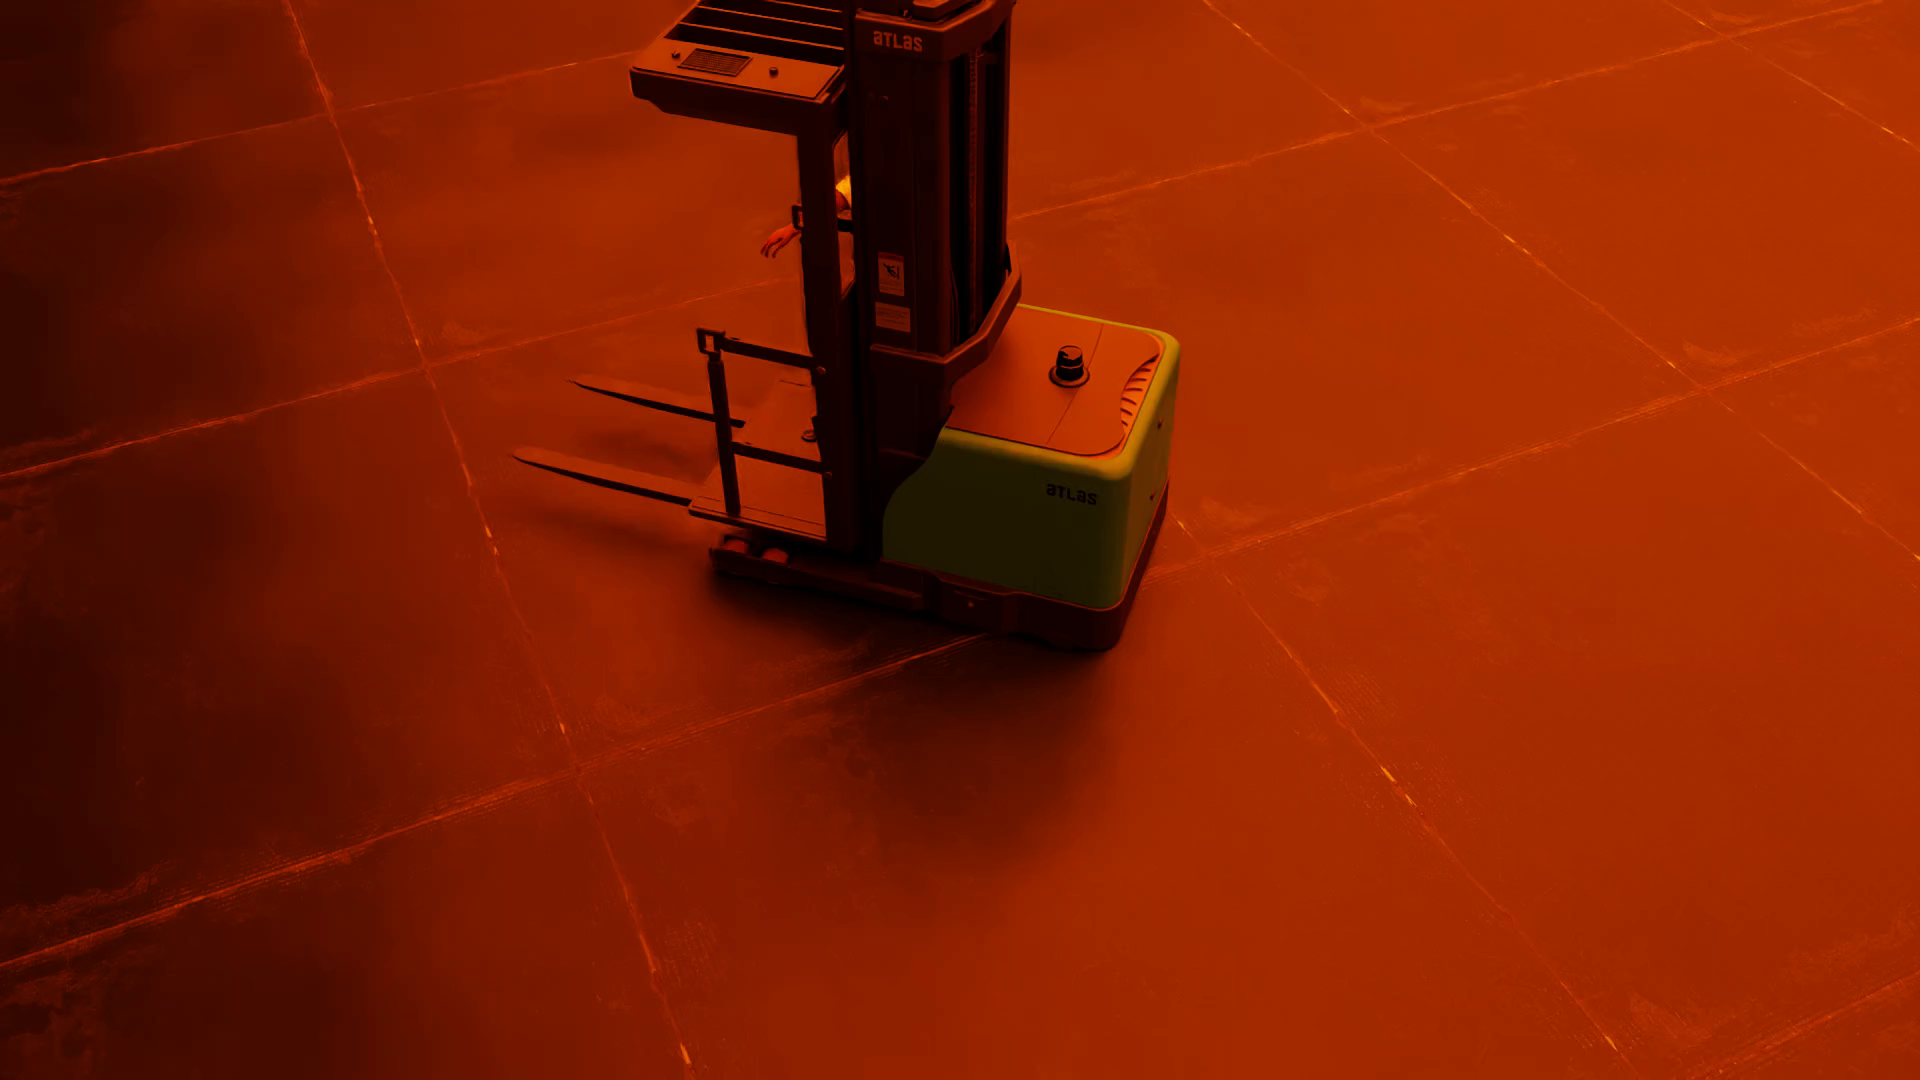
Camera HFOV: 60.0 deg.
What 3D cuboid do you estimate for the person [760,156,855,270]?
[{"bbox_3d":[-0.654,-1.742,8.617,1.002,1.465,0.962,-15,45,-15],"label":"person"}]

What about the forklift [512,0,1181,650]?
[{"bbox_3d":[-0.601,-1.196,6.961,3.031,2.935,1.130,13,45,14],"label":"forklift"}]
